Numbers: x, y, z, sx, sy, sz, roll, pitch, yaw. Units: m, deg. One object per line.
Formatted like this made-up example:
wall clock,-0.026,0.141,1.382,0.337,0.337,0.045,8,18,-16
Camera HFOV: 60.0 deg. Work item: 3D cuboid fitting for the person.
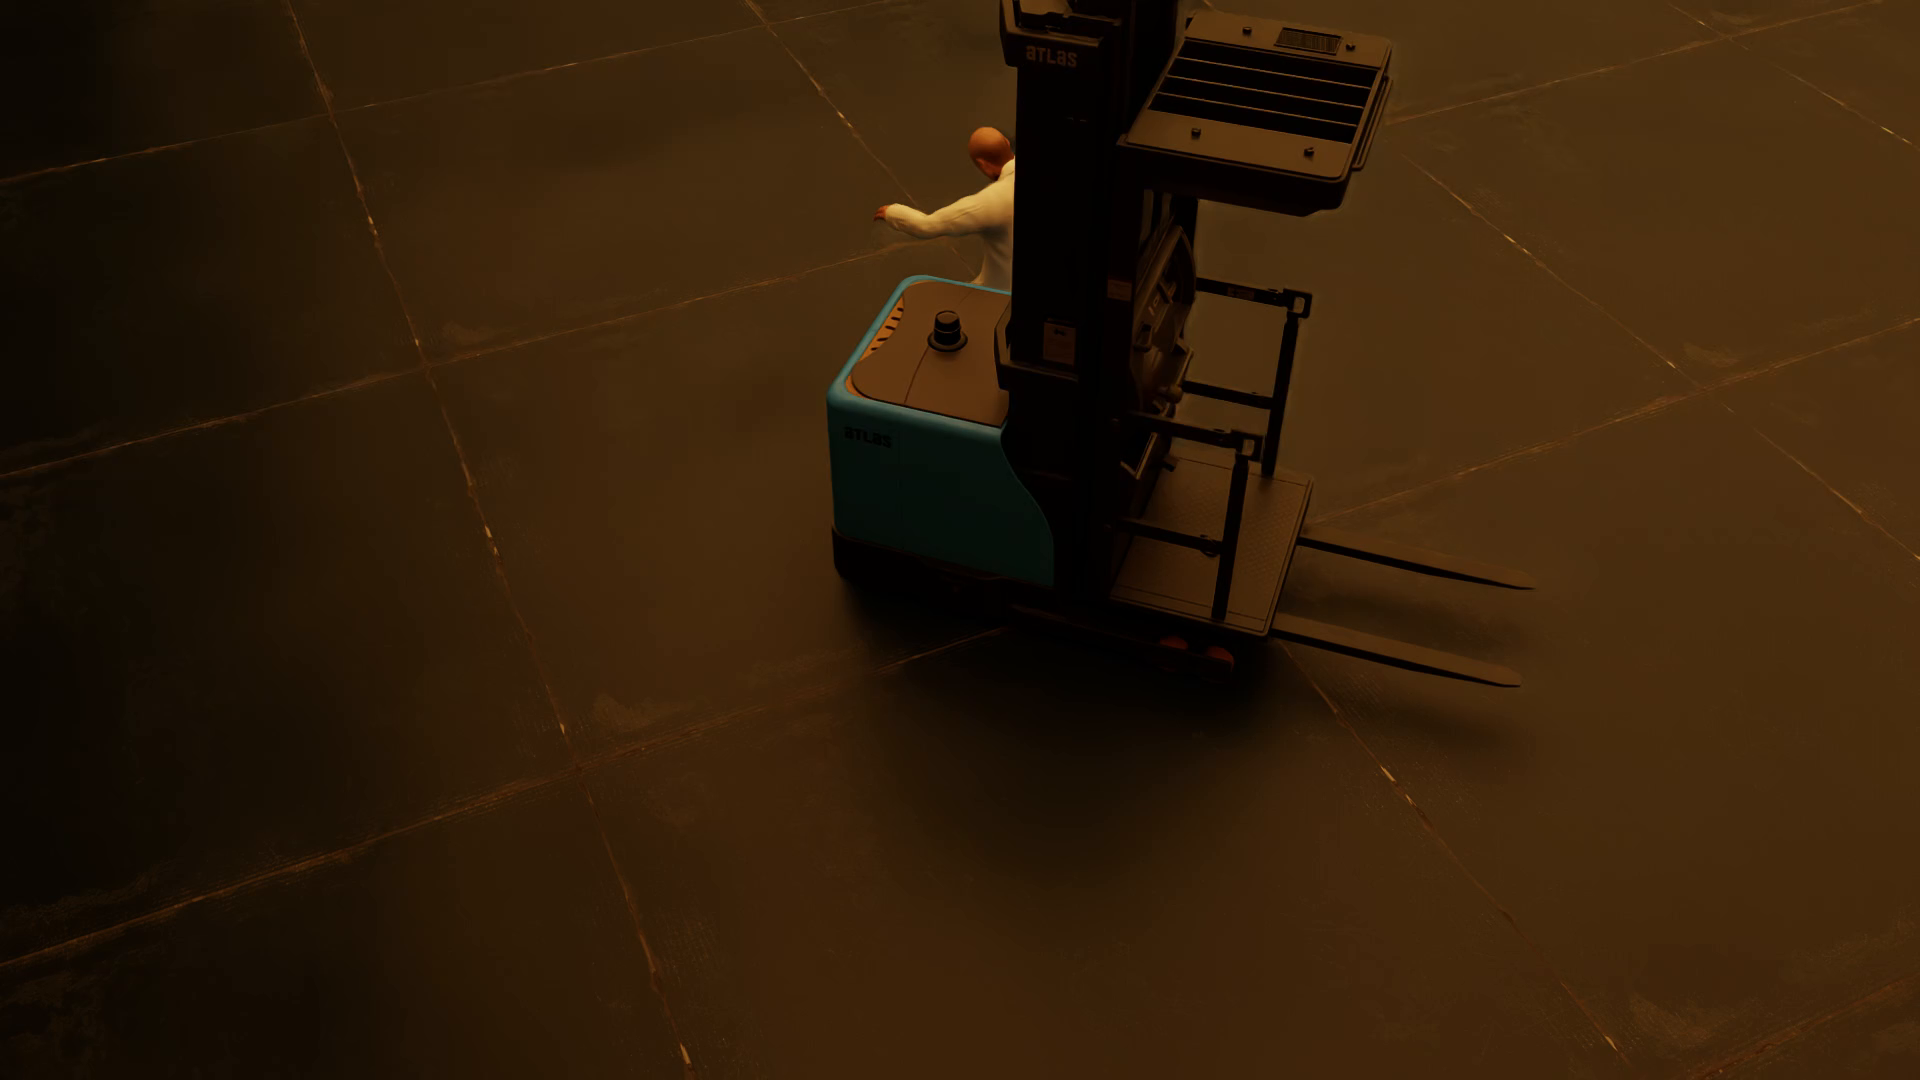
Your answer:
person,0.222,-1.368,8.290,1.105,1.562,1.115,-24,48,-24

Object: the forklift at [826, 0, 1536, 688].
forklift,0.997,-0.865,6.607,3.031,2.935,1.130,14,45,14
